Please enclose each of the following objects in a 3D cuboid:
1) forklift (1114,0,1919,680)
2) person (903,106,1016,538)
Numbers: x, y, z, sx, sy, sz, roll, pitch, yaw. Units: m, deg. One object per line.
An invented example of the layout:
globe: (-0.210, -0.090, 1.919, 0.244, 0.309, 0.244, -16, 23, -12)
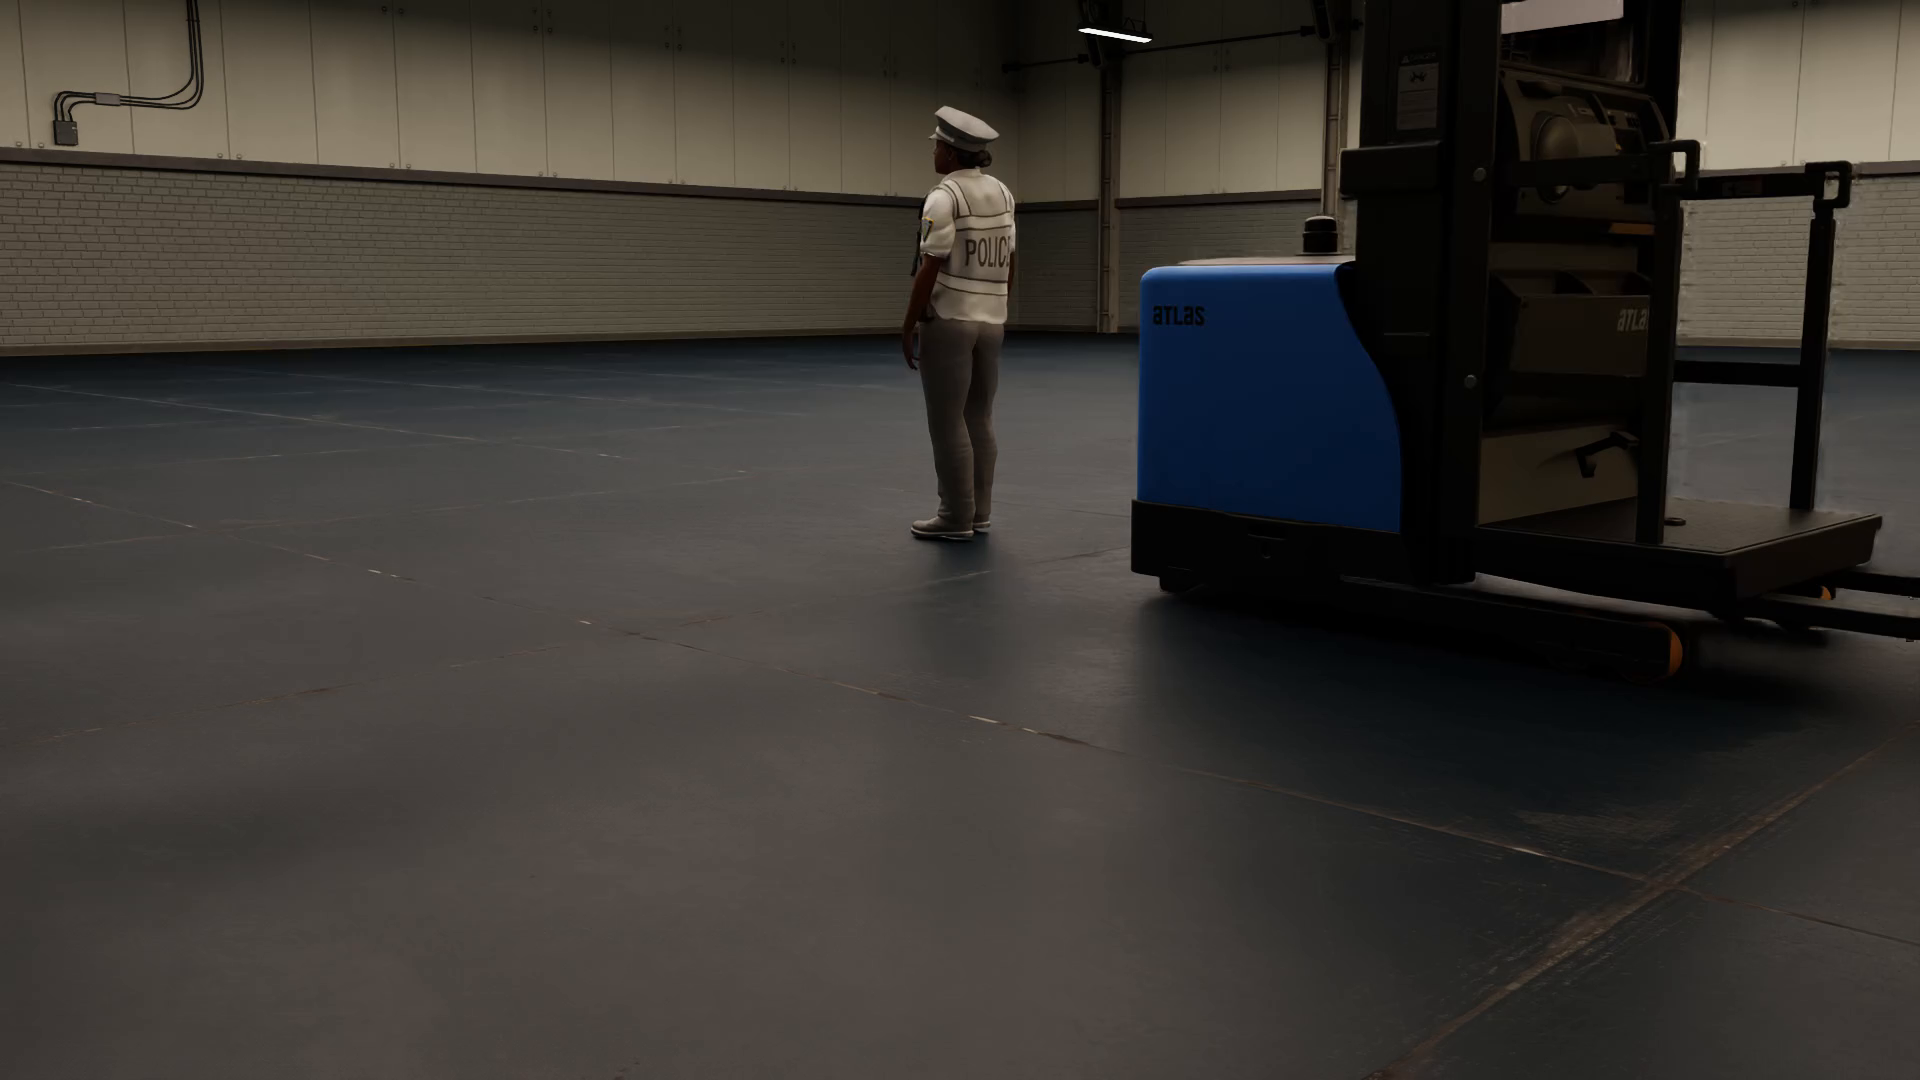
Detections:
forklift: (1.890, -1.172, 4.658, 1.130, 2.935, 3.031, -8, 12, -42)
person: (-0.041, -0.855, 6.655, 0.528, 1.697, 0.570, 8, 12, 43)
